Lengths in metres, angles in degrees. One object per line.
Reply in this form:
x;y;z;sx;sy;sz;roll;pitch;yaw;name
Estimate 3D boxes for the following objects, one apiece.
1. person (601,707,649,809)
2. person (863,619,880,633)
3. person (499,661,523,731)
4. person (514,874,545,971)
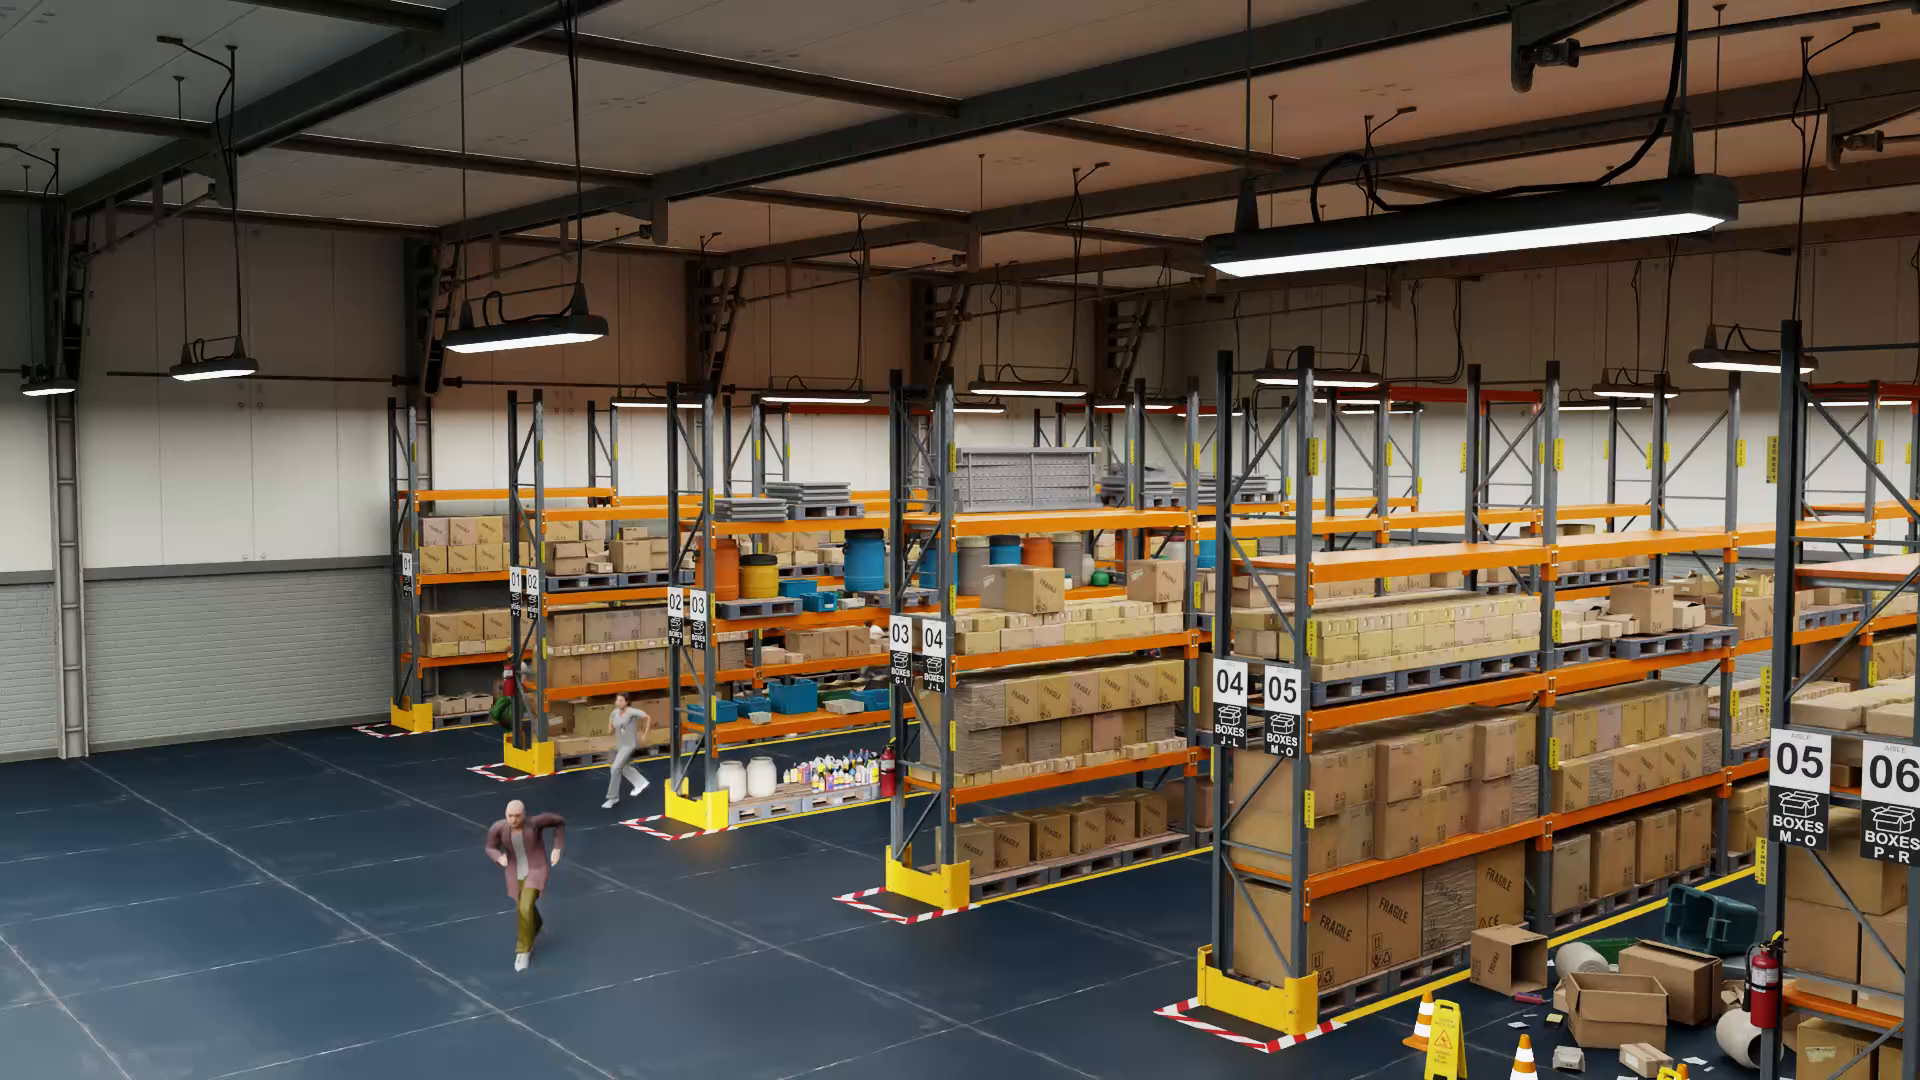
-4.736;3.084;23.807;0.563;1.416;0.913;2;4;35;person
-1.894;1.901;33.800;0.714;0.875;0.510;3;4;42;person
-7.589;2.764;28.250;0.409;1.486;0.455;2;4;30;person
-4.322;3.683;16.718;0.373;1.131;0.924;0;3;0;person
